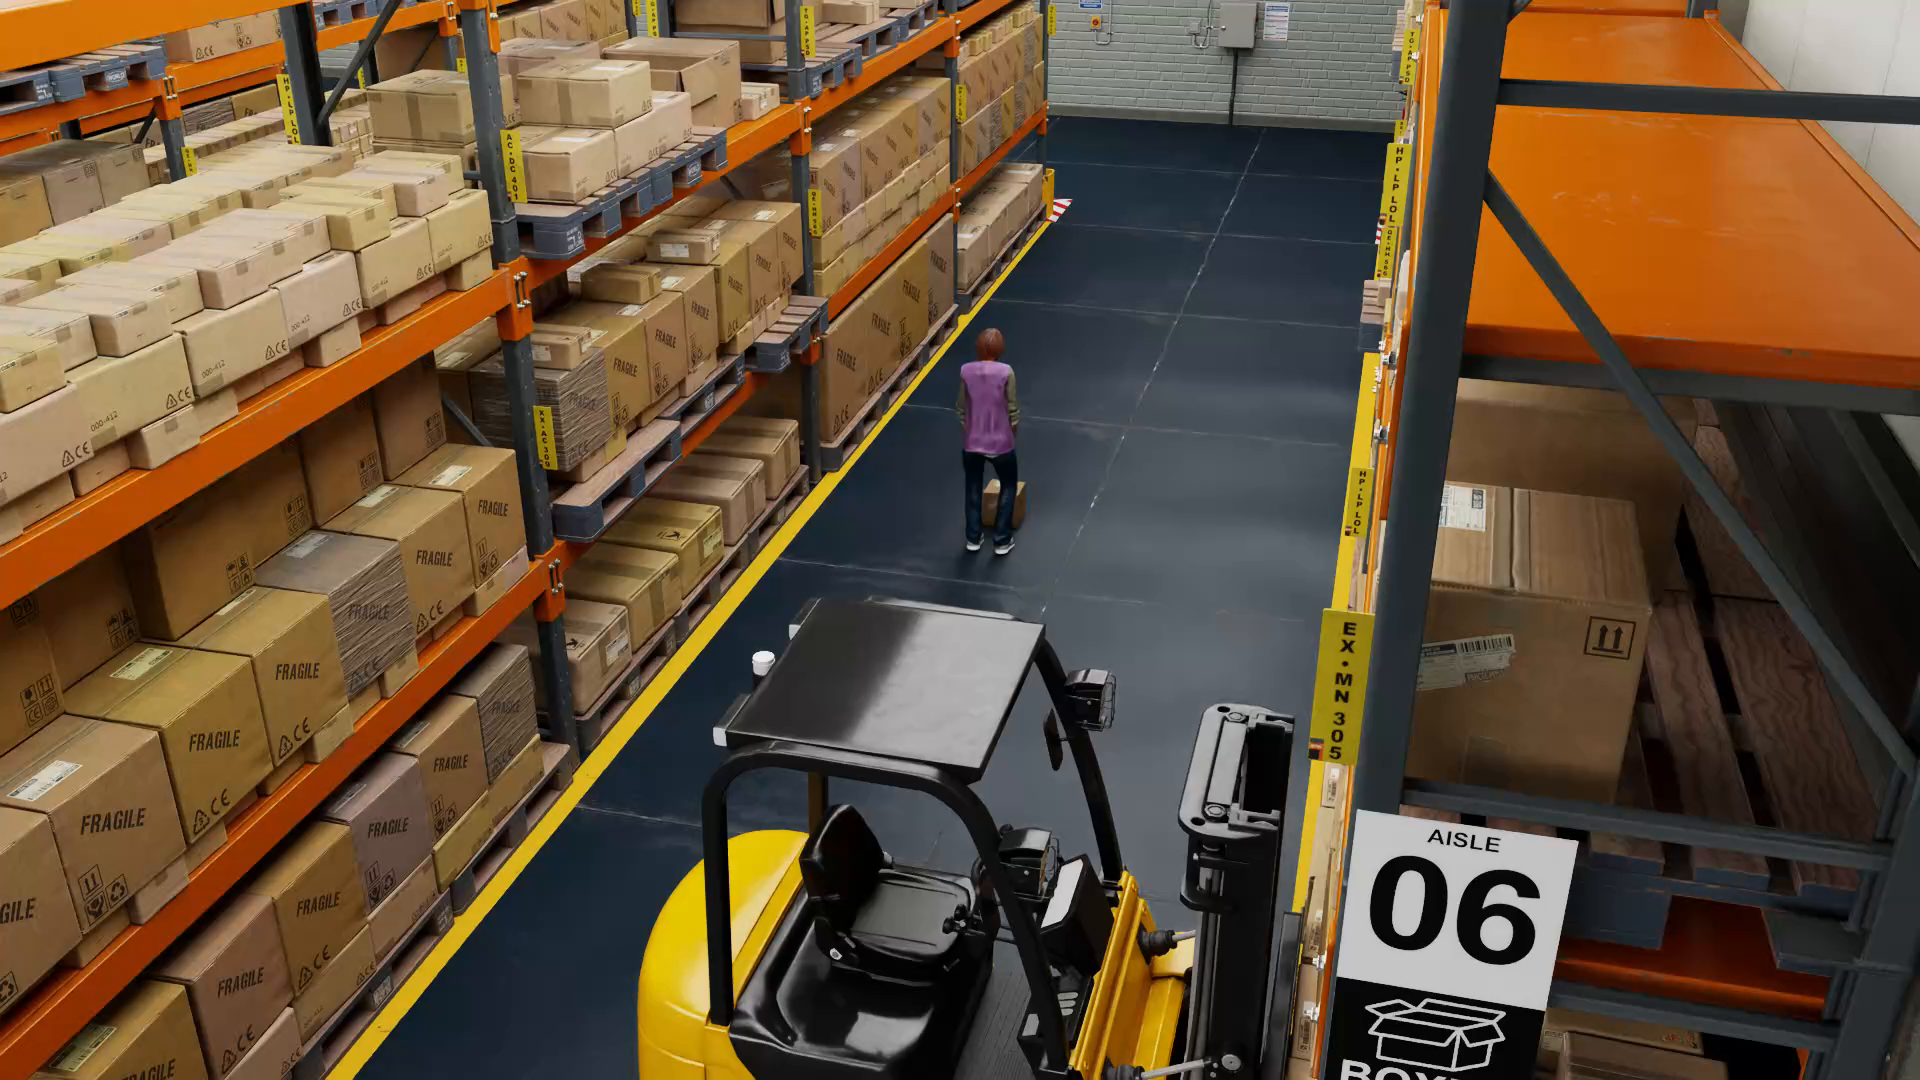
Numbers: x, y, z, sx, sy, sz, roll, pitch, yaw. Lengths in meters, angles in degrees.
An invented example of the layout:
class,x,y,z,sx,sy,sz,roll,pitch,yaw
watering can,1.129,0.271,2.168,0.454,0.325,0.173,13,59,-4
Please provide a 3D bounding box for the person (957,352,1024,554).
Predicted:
class,x,y,z,sx,sy,sz,roll,pitch,yaw
person,0.181,-0.558,11.197,0.462,1.310,0.640,7,26,13
